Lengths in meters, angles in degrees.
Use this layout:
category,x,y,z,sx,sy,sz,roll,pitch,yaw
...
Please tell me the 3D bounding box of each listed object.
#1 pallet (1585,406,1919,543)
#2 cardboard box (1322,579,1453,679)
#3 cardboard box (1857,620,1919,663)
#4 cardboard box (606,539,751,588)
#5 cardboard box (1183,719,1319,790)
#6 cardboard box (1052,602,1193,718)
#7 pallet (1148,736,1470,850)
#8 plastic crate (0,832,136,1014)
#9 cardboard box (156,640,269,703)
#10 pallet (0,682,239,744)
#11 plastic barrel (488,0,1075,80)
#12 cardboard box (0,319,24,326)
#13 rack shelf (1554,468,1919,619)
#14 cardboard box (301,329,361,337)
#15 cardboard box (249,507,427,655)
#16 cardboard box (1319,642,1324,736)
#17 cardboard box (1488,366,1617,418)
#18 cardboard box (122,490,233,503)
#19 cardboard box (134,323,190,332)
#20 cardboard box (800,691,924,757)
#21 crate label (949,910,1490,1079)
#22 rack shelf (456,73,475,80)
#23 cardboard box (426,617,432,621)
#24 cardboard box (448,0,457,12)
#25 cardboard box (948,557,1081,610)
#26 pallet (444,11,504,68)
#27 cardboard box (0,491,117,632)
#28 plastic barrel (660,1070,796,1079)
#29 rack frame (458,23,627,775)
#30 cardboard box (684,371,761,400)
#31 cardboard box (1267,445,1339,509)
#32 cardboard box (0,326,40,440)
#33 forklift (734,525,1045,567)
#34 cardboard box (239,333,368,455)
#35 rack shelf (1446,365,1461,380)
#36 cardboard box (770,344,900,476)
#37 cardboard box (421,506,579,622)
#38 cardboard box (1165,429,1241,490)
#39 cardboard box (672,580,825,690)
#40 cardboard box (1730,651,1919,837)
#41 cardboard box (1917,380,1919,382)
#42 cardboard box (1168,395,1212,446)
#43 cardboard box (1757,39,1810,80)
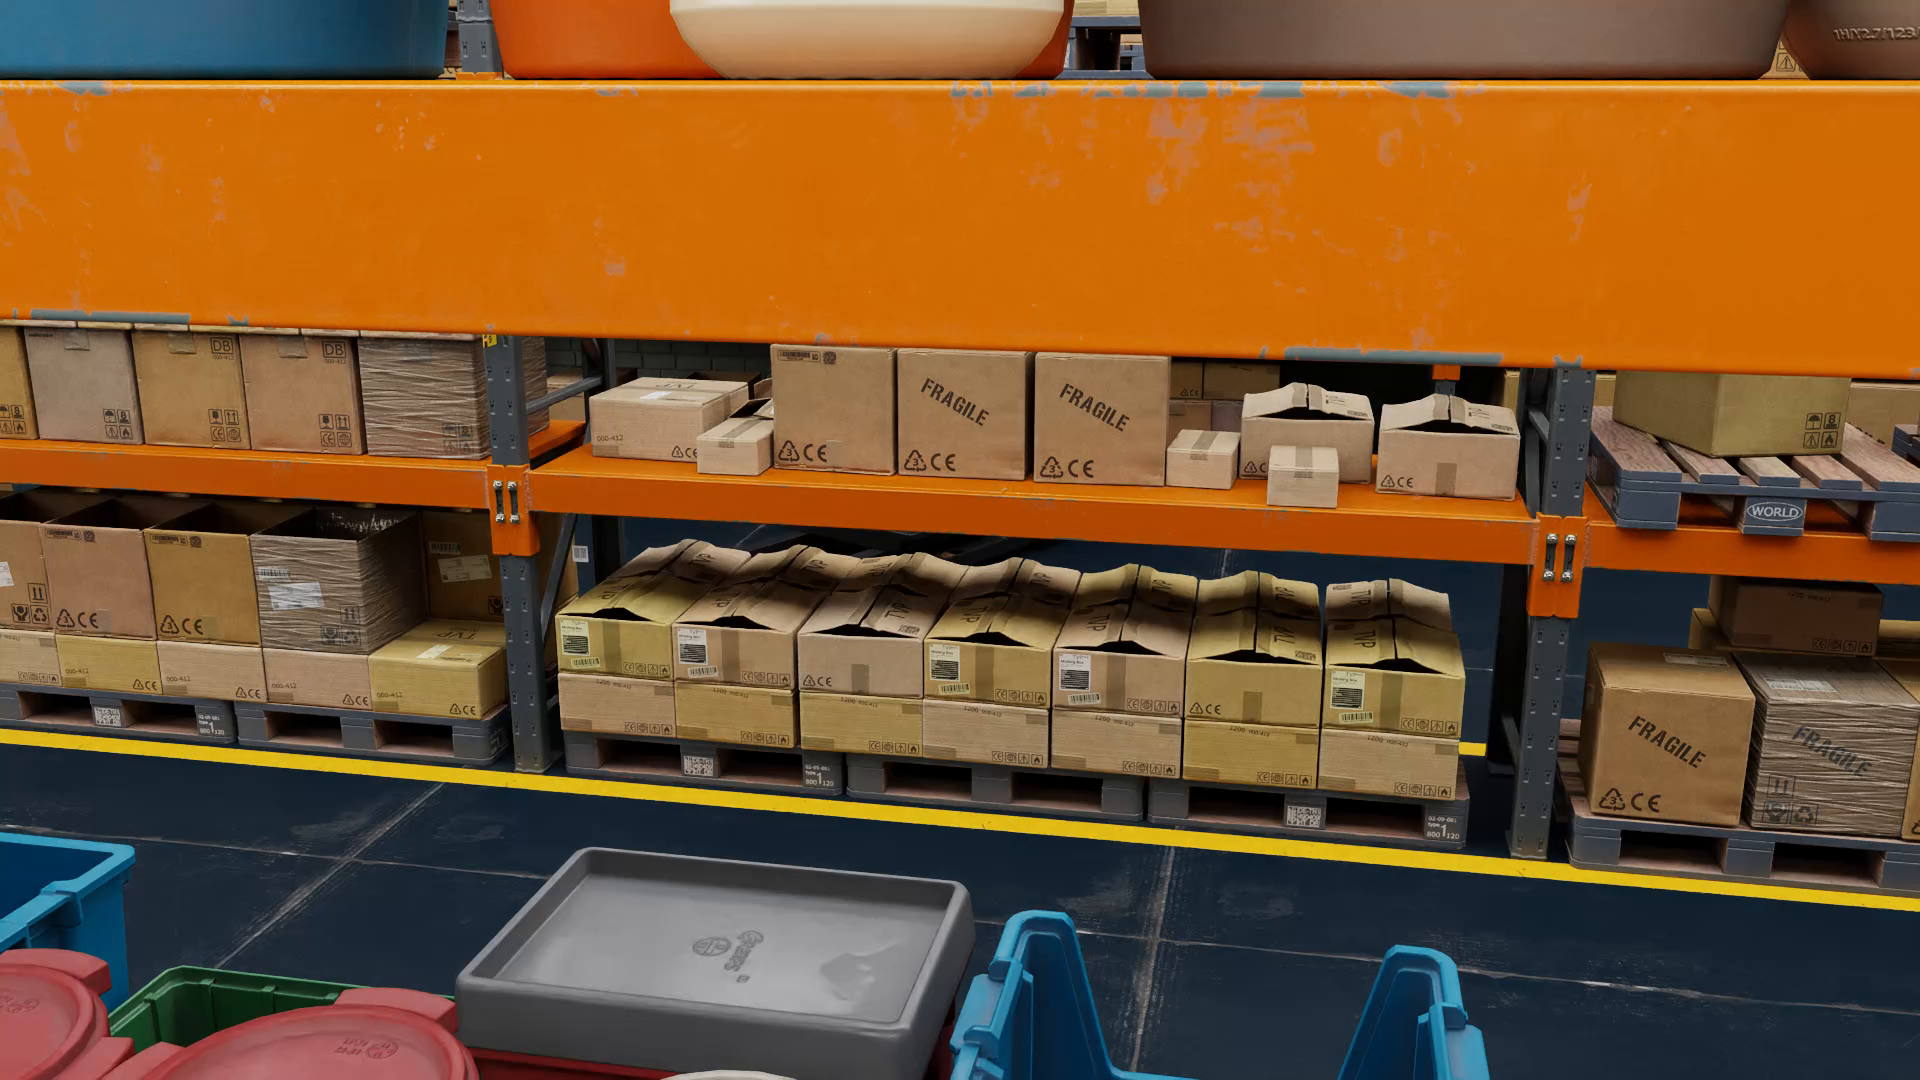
category,x,y,z,sx,sy,sz,roll,pitch,yaw
pallet,2.894,-0.274,6.220,1.003,0.211,1.213,3,16,11
cardboard box,1.761,0.364,6.872,0.500,0.311,0.500,4,16,13
cardboard box,3.686,0.625,6.475,0.500,0.500,0.500,3,16,9
cardboard box,-1.250,0.203,7.455,0.500,0.311,0.500,3,16,11
cardboard box,1.145,0.748,6.535,0.500,0.250,0.500,3,16,10
cardboard box,0.648,0.452,6.556,0.500,0.311,0.500,3,16,11
pallet,1.416,0.906,6.825,1.213,0.211,1.003,3,16,11
plastic crate,-1.552,0.684,2.433,0.575,0.384,0.392,3,16,11
cardboard box,-3.183,0.507,7.407,0.500,0.250,0.500,3,16,11
pallet,-3.675,0.630,7.823,1.213,0.211,1.003,3,16,11
plastic barrel,-0.178,-0.876,1.611,0.708,0.830,0.600,3,16,11
cardboard box,-4.020,-1.025,7.170,0.250,0.149,0.380,3,16,10
rack shelf,4.175,0.069,5.970,4.000,0.370,1.077,3,16,11
cardboard box,-2.513,-0.943,6.874,0.250,0.149,0.380,3,16,9
cardboard box,-2.690,0.168,7.227,0.500,0.500,0.500,3,16,11
cardboard box,1.761,0.634,6.947,0.500,0.250,0.500,3,16,11
cardboard box,3.893,-0.773,10.903,0.750,0.750,0.750,3,16,10
cardboard box,-3.567,-0.021,7.908,0.500,0.500,0.500,3,16,11
cardboard box,-3.258,-0.984,7.022,0.250,0.149,0.380,4,16,13
cardboard box,-0.350,0.667,6.830,0.500,0.250,0.500,3,16,9
crate label,0.305,0.771,2.022,0.616,0.435,0.502,3,16,11
rack shelf,-3.664,-1.802,7.106,4.000,0.370,1.077,3,16,11
cardboard box,-2.587,0.394,7.813,0.500,0.250,0.500,3,16,11
cardboard box,-2.145,-2.456,6.884,0.500,0.500,0.500,4,16,16
cardboard box,0.241,0.283,7.163,0.500,0.311,0.500,3,16,10
pallet,-2.545,-2.038,6.777,1.213,0.211,1.003,3,16,11
cardboard box,-4.160,0.088,7.514,0.500,0.500,0.500,3,16,11
plastic barrel,-0.239,0.837,1.643,0.421,0.512,0.421,0,15,0
rack frame,-1.704,-0.596,7.026,0.127,3.000,1.000,3,16,11
cardboard box,-1.746,-0.945,12.142,0.500,0.500,0.500,2,16,7
cardboard box,1.279,-0.238,6.203,0.250,0.149,0.380,3,16,11
cardboard box,-4.168,-0.775,7.482,0.500,0.500,0.700,3,16,11
forklift,-0.395,-1.283,9.633,1.130,2.935,3.031,12,20,37
cardboard box,-2.659,-0.693,7.187,0.500,0.500,0.700,3,16,11
rack shelf,5.159,-1.227,10.649,4.000,0.370,1.077,3,16,11
cardboard box,-0.439,-0.572,6.749,0.500,0.500,0.500,4,16,15
cardboard box,-2.096,0.058,7.622,0.500,0.500,0.500,3,16,11
cardboard box,0.954,-0.316,6.483,0.250,0.149,0.380,4,16,15
cardboard box,-0.860,0.371,6.847,0.500,0.311,0.500,3,16,10
cardboard box,3.119,0.734,6.081,0.500,0.500,0.500,3,16,9
cardboard box,6.456,-0.634,10.402,0.750,0.750,0.750,3,16,12
cardboard box,1.509,-0.789,11.578,0.500,0.500,0.700,3,16,11
cardboard box,2.650,-1.863,5.792,0.500,0.500,0.910,3,16,11
